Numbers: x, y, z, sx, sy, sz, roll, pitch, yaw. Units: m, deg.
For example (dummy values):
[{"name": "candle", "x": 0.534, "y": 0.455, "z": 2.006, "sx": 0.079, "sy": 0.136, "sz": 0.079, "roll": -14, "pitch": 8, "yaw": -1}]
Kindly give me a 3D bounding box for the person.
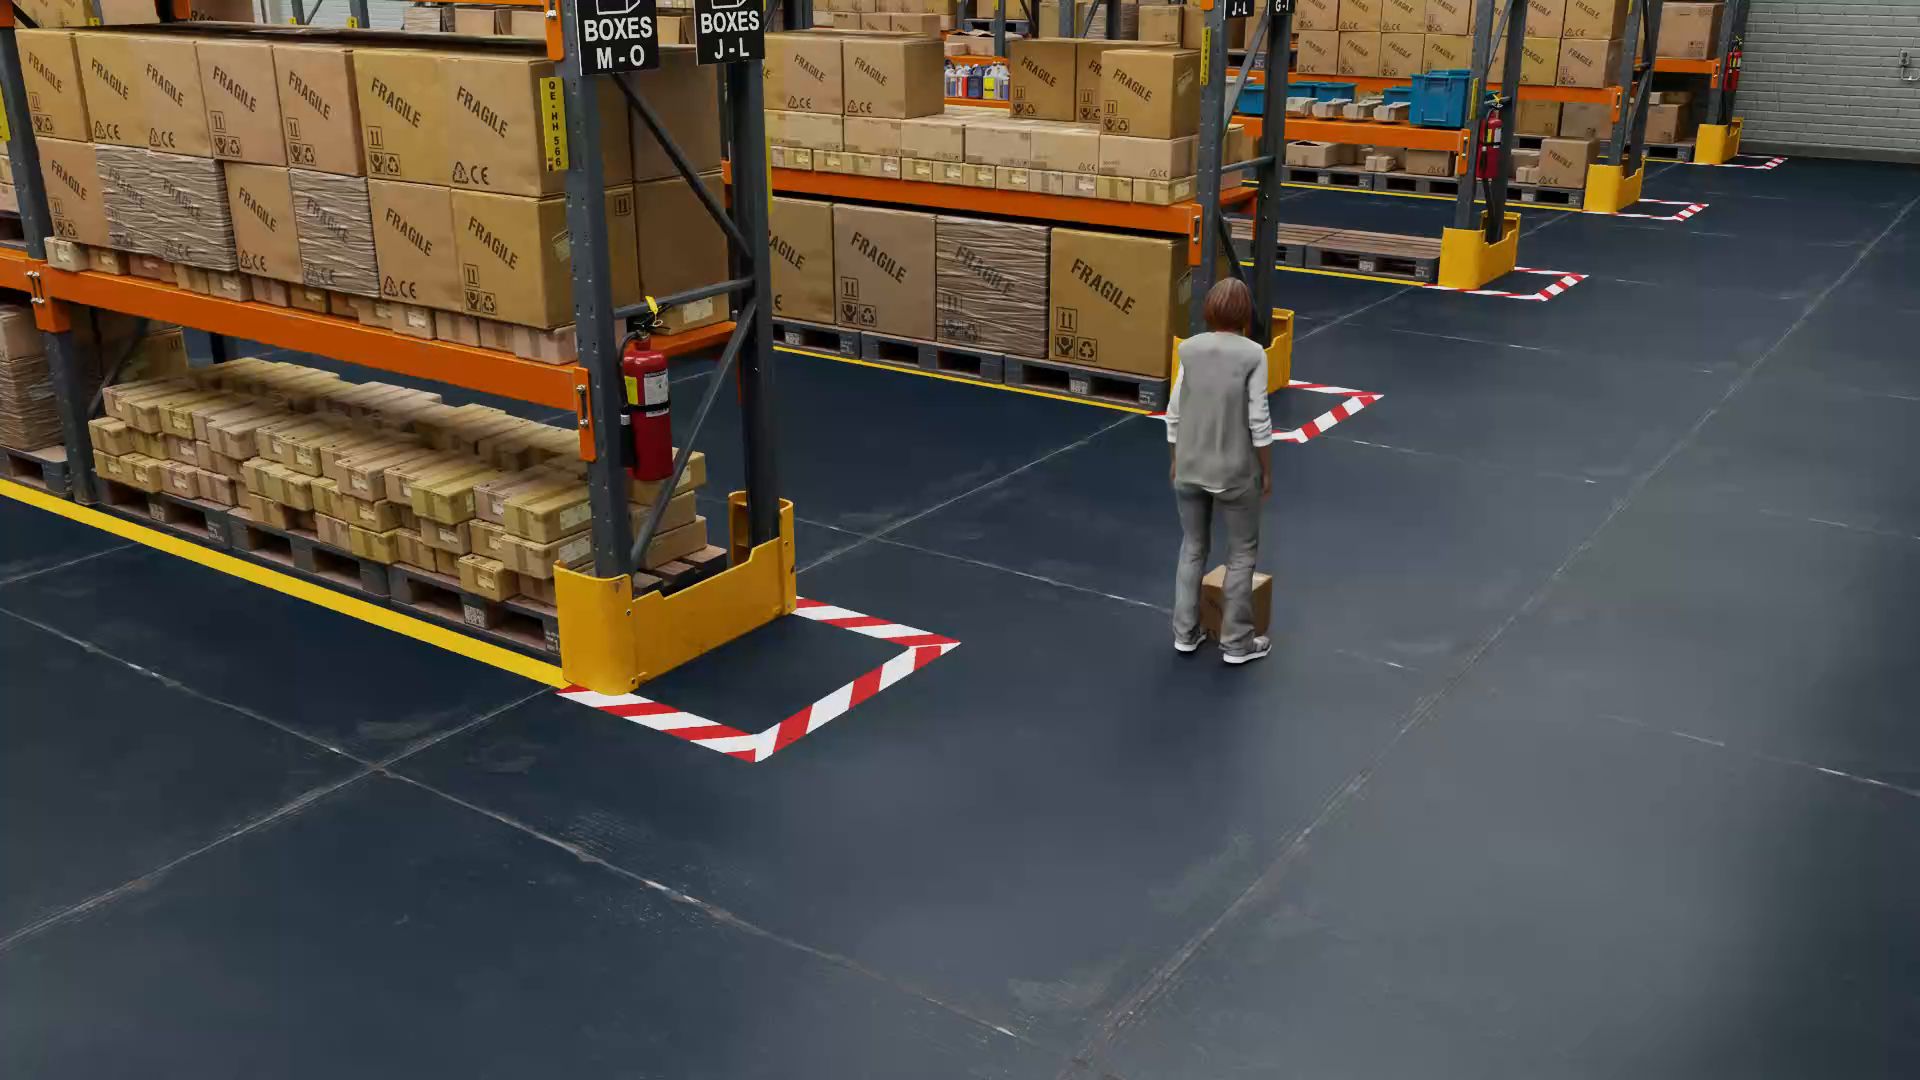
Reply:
[{"name": "person", "x": 1.064, "y": -0.272, "z": 6.836, "sx": 0.469, "sy": 1.590, "sz": 0.348, "roll": 12, "pitch": 23, "yaw": 30}]
